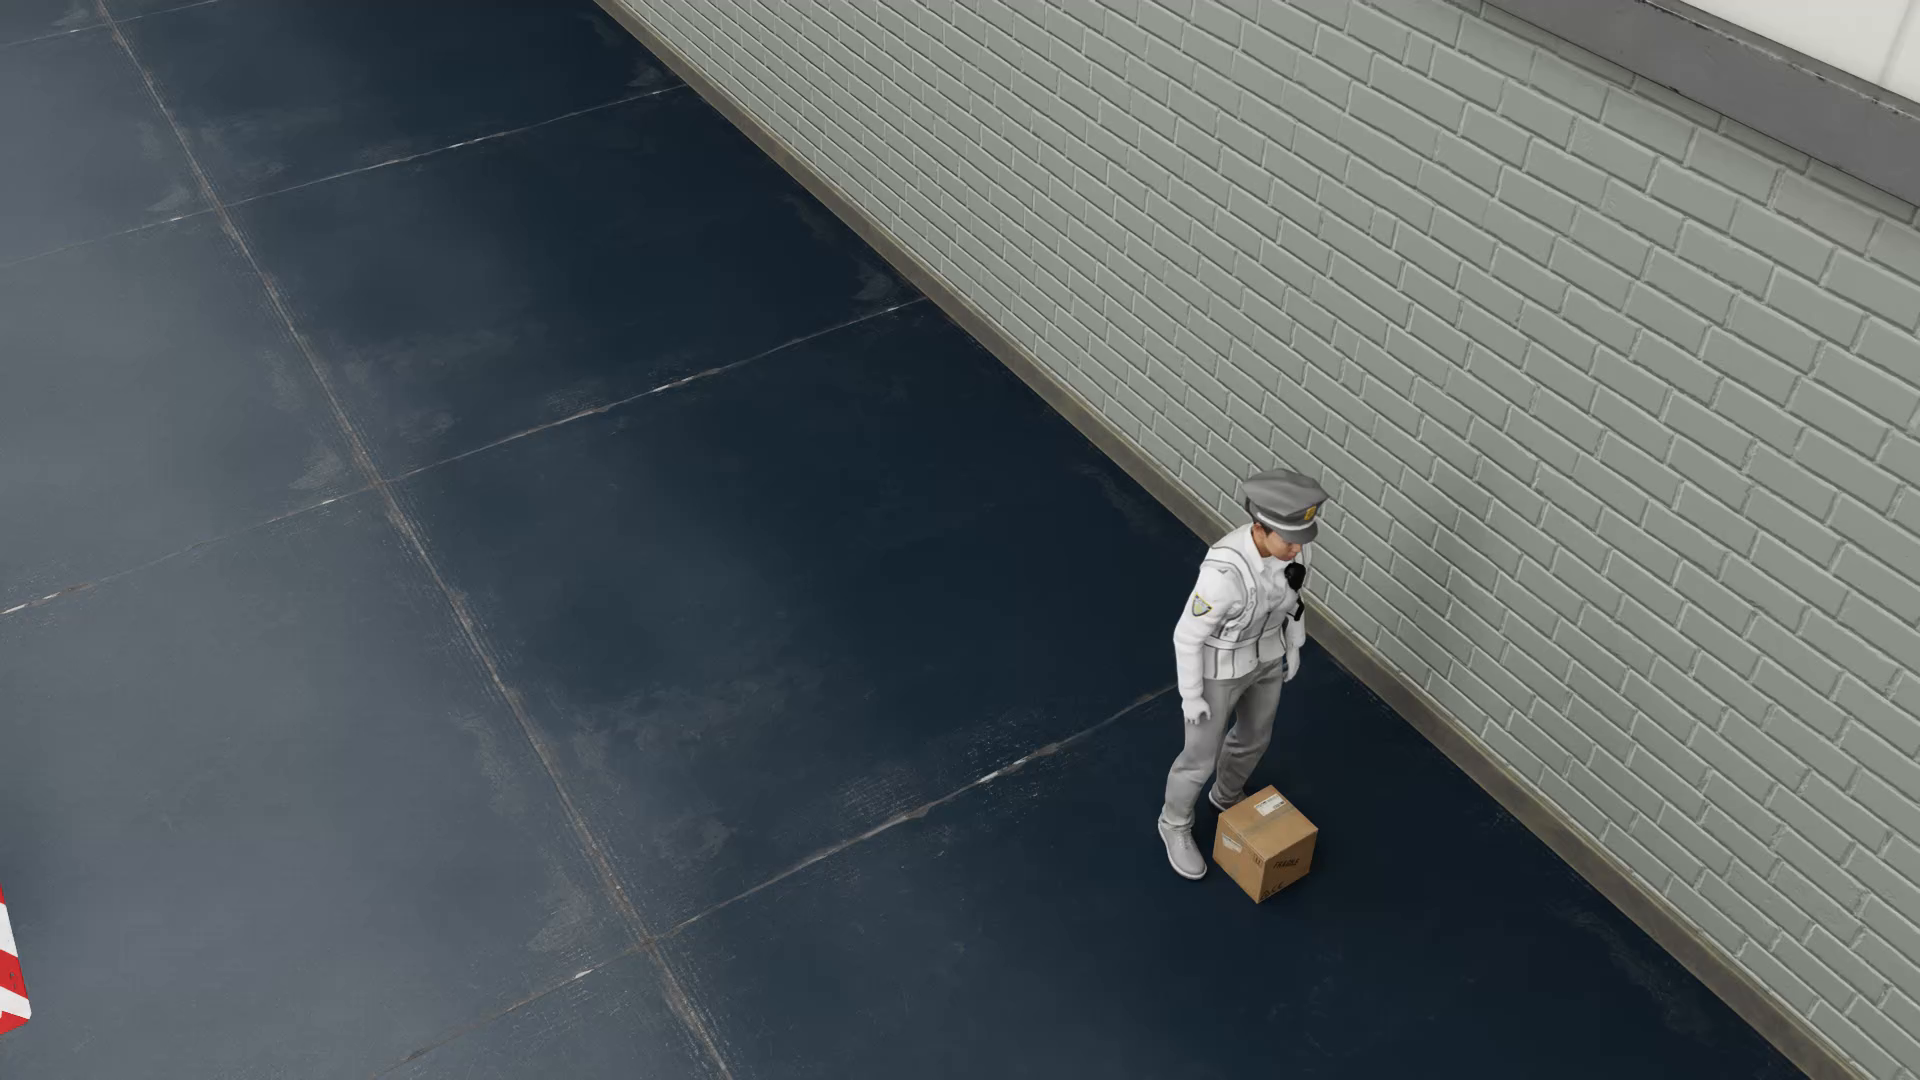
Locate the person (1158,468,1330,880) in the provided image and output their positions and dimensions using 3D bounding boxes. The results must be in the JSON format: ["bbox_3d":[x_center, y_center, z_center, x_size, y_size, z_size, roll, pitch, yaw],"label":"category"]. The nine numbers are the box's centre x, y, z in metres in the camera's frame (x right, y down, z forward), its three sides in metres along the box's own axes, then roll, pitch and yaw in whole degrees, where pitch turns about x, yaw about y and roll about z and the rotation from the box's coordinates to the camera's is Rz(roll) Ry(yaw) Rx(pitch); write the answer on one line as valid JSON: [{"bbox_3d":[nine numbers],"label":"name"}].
[{"bbox_3d":[0.951,0.435,5.655,0.530,1.663,0.377,-23,46,-24],"label":"person"}]
